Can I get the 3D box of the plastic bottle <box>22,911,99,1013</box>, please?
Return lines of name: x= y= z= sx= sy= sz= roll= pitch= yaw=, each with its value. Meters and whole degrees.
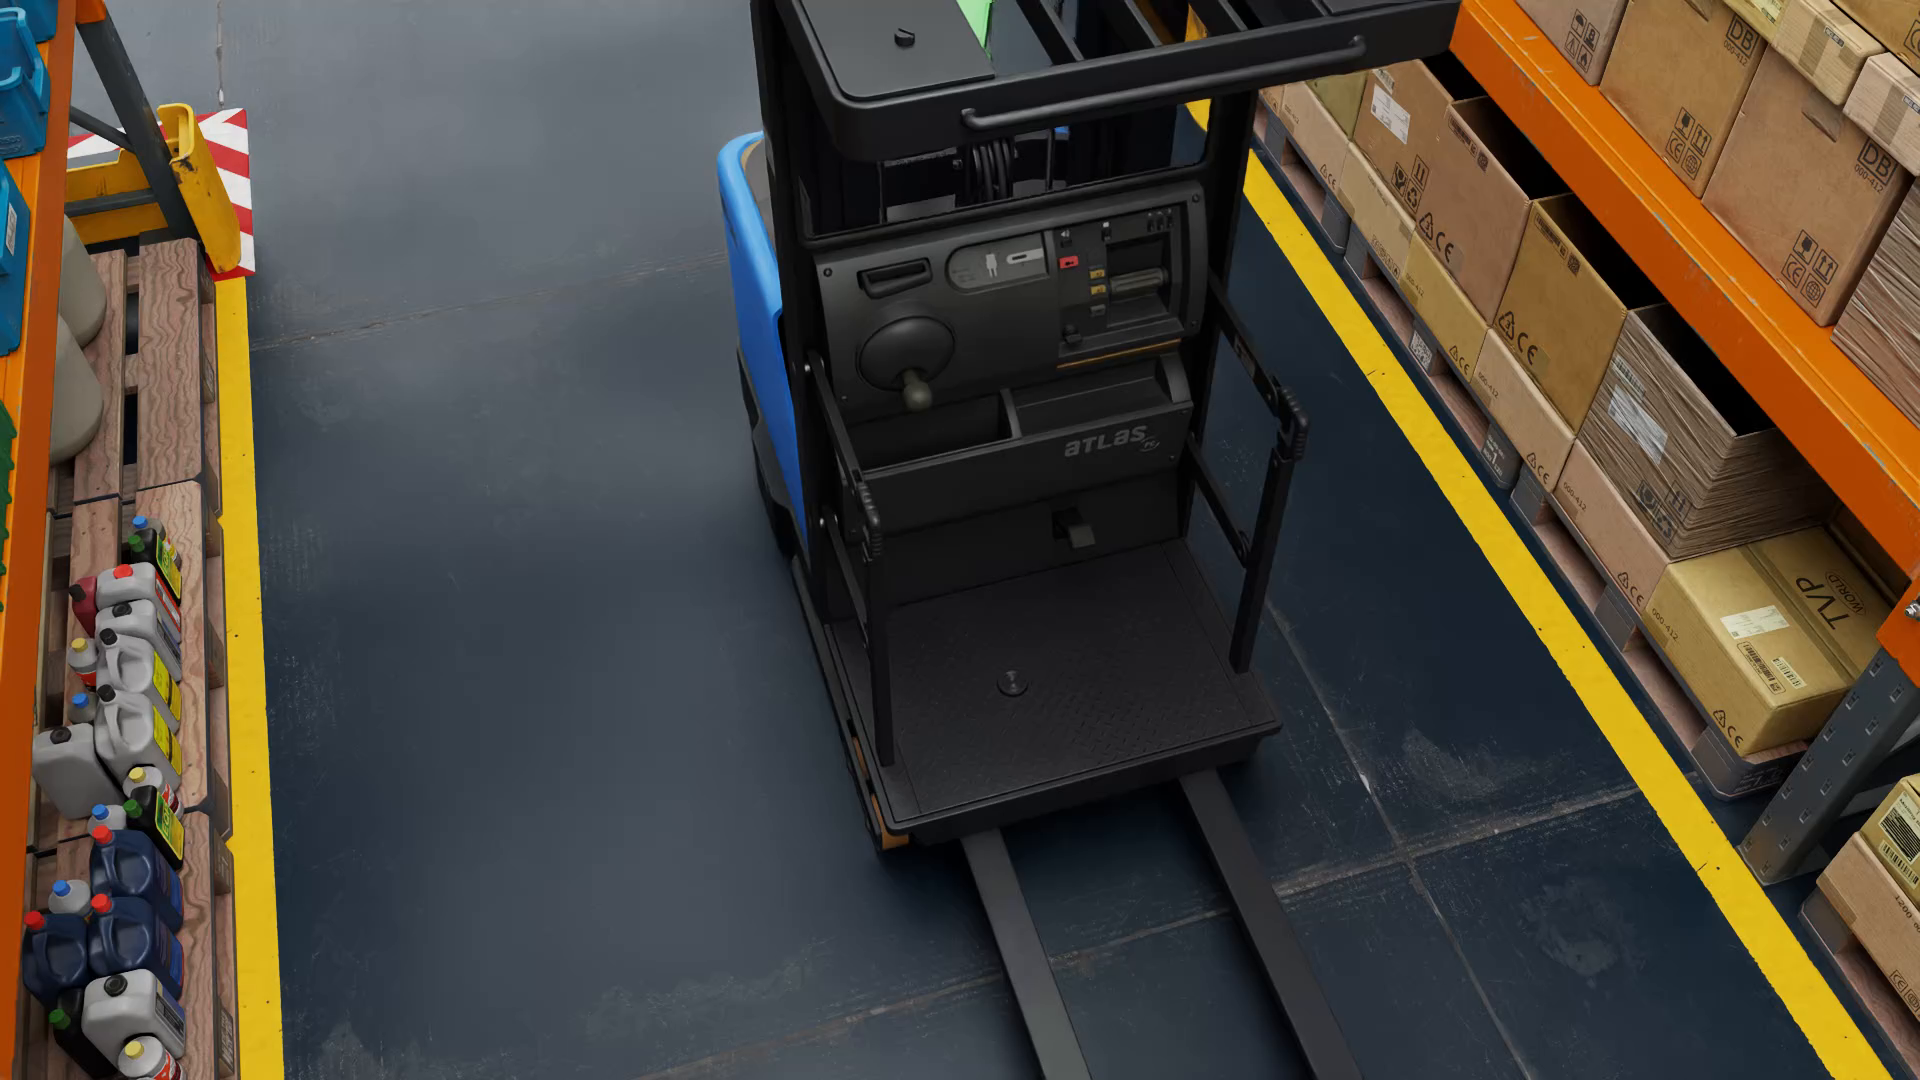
plastic bottle: x=-2.103 y=0.988 z=3.900 sx=0.144 sy=0.351 sz=0.185 roll=-13 pitch=51 yaw=-11

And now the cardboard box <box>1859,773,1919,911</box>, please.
cardboard box: x=2.494 y=0.738 z=3.823 sx=0.500 sy=0.311 sz=0.500 roll=-13 pitch=51 yaw=-11

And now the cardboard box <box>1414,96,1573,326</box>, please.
cardboard box: x=1.814 y=-1.064 z=5.219 sx=0.500 sy=0.500 sz=0.500 roll=-13 pitch=51 yaw=-11

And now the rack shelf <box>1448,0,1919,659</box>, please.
rack shelf: x=2.018 y=-1.419 z=4.955 sx=1.077 sy=0.370 sz=4.000 roll=-13 pitch=51 yaw=-11

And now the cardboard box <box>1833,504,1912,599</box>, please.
cardboard box: x=2.772 y=-0.090 z=4.398 sx=0.500 sy=0.500 sz=0.500 roll=-13 pitch=51 yaw=-11

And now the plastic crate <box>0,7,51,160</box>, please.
plastic crate: x=-2.685 y=-1.173 z=4.374 sx=0.499 sy=0.251 sz=0.408 roll=-13 pitch=51 yaw=-11

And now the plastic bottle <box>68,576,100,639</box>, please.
plastic bottle: x=-2.397 y=0.196 z=4.611 sx=0.061 sy=0.283 sz=0.133 roll=-13 pitch=51 yaw=-11

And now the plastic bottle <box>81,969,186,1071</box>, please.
plastic bottle: x=-1.920 y=1.101 z=3.853 sx=0.152 sy=0.276 sz=0.135 roll=-12 pitch=51 yaw=-10

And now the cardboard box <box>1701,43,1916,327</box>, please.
cardboard box: x=2.311 y=-0.929 z=4.006 sx=0.700 sy=0.500 sz=0.500 roll=-14 pitch=51 yaw=-11

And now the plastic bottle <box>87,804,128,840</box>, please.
plastic bottle: x=-2.100 y=0.744 z=4.157 sx=0.097 sy=0.271 sz=0.097 roll=0 pitch=50 yaw=0

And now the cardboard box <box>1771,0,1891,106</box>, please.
cardboard box: x=2.095 y=-1.145 z=3.764 sx=0.380 sy=0.149 sz=0.250 roll=-13 pitch=51 yaw=-11

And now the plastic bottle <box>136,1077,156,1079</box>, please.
plastic bottle: x=-1.828 y=1.281 z=3.751 sx=0.097 sy=0.201 sz=0.097 roll=0 pitch=50 yaw=0

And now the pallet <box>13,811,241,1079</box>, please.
pallet: x=-2.282 y=1.326 z=3.994 sx=1.003 sy=0.211 sz=1.213 roll=-13 pitch=51 yaw=-11

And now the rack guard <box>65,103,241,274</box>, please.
rack guard: x=-3.238 y=-1.144 z=5.887 sx=1.175 sy=0.500 sz=0.348 roll=-13 pitch=51 yaw=-11

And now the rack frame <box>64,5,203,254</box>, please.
rack frame: x=-3.306 y=-1.994 z=4.969 sx=1.000 sy=3.000 sz=0.127 roll=-13 pitch=51 yaw=-11

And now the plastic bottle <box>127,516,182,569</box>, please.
plastic bottle: x=-2.344 y=0.008 z=4.824 sx=0.097 sy=0.201 sz=0.097 roll=0 pitch=50 yaw=0

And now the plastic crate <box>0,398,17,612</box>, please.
plastic crate: x=-2.255 y=-0.060 z=3.477 sx=0.450 sy=0.188 sz=0.662 roll=-13 pitch=51 yaw=-11

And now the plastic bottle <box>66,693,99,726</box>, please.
plastic bottle: x=-2.304 y=0.479 z=4.427 sx=0.097 sy=0.201 sz=0.097 roll=0 pitch=50 yaw=0

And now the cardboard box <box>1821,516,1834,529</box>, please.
cardboard box: x=2.619 y=-0.213 z=4.991 sx=0.500 sy=0.250 sz=0.500 roll=-13 pitch=51 yaw=-11

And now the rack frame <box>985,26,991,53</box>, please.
rack frame: x=-0.018 y=-1.476 z=5.707 sx=0.240 sy=1.200 sz=0.015 roll=4 pitch=50 yaw=3

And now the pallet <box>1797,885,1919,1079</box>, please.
pallet: x=2.865 y=1.238 z=4.068 sx=1.003 sy=0.211 sz=1.213 roll=-13 pitch=51 yaw=-11

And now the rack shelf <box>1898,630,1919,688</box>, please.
rack shelf: x=3.201 y=1.502 z=2.492 sx=1.077 sy=0.370 sz=4.000 roll=-13 pitch=51 yaw=-11

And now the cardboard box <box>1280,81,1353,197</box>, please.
cardboard box: x=1.525 y=-1.554 z=6.122 sx=0.500 sy=0.250 sz=0.500 roll=-13 pitch=51 yaw=-11

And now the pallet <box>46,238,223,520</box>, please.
pallet: x=-3.003 y=-0.456 z=5.497 sx=1.003 sy=0.211 sz=1.213 roll=-13 pitch=51 yaw=-11

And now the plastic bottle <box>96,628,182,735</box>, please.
plastic bottle: x=-2.202 y=0.372 z=4.420 sx=0.144 sy=0.351 sz=0.185 roll=-11 pitch=51 yaw=-9

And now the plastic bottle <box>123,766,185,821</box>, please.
plastic bottle: x=-2.082 y=0.654 z=4.279 sx=0.097 sy=0.201 sz=0.097 roll=0 pitch=50 yaw=0

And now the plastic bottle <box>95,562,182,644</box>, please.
plastic bottle: x=-2.296 y=0.174 z=4.635 sx=0.152 sy=0.276 sz=0.135 roll=-13 pitch=51 yaw=-11

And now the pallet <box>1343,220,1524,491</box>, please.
pallet: x=2.050 y=-0.774 z=5.765 sx=1.003 sy=0.211 sz=1.213 roll=-13 pitch=51 yaw=-11

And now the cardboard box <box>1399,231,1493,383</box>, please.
cardboard box: x=1.815 y=-0.823 z=5.506 sx=0.500 sy=0.250 sz=0.500 roll=-13 pitch=51 yaw=-11

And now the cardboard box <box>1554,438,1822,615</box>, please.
cardboard box: x=2.126 y=-0.096 z=4.893 sx=0.500 sy=0.250 sz=0.500 roll=-13 pitch=51 yaw=-11

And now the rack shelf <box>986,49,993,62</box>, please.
rack shelf: x=-0.039 y=-1.403 z=5.416 sx=0.258 sy=0.148 sz=0.480 roll=4 pitch=50 yaw=3

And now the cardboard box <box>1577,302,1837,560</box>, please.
cardboard box: x=2.127 y=-0.338 z=4.606 sx=0.500 sy=0.500 sz=0.500 roll=-13 pitch=51 yaw=-11

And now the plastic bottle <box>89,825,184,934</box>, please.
plastic bottle: x=-2.021 y=0.818 z=4.043 sx=0.144 sy=0.351 sz=0.185 roll=-15 pitch=52 yaw=-13

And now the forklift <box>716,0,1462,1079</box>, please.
forklift: x=0.199 y=-0.454 z=3.716 sx=1.130 sy=2.935 sz=3.031 roll=-13 pitch=51 yaw=-11

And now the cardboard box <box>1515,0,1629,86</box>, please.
cardboard box: x=2.013 y=-1.670 z=4.631 sx=0.700 sy=0.500 sz=0.500 roll=-12 pitch=51 yaw=-10

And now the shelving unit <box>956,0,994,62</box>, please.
shelving unit: x=-0.038 y=-1.290 z=5.551 sx=0.258 sy=1.200 sz=0.503 roll=4 pitch=50 yaw=3

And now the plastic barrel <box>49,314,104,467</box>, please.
plastic barrel: x=-2.890 y=-0.498 z=5.061 sx=0.421 sy=0.512 sz=0.421 roll=0 pitch=50 yaw=0

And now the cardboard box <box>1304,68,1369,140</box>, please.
cardboard box: x=1.523 y=-1.796 z=5.835 sx=0.500 sy=0.500 sz=0.500 roll=-13 pitch=51 yaw=-11
